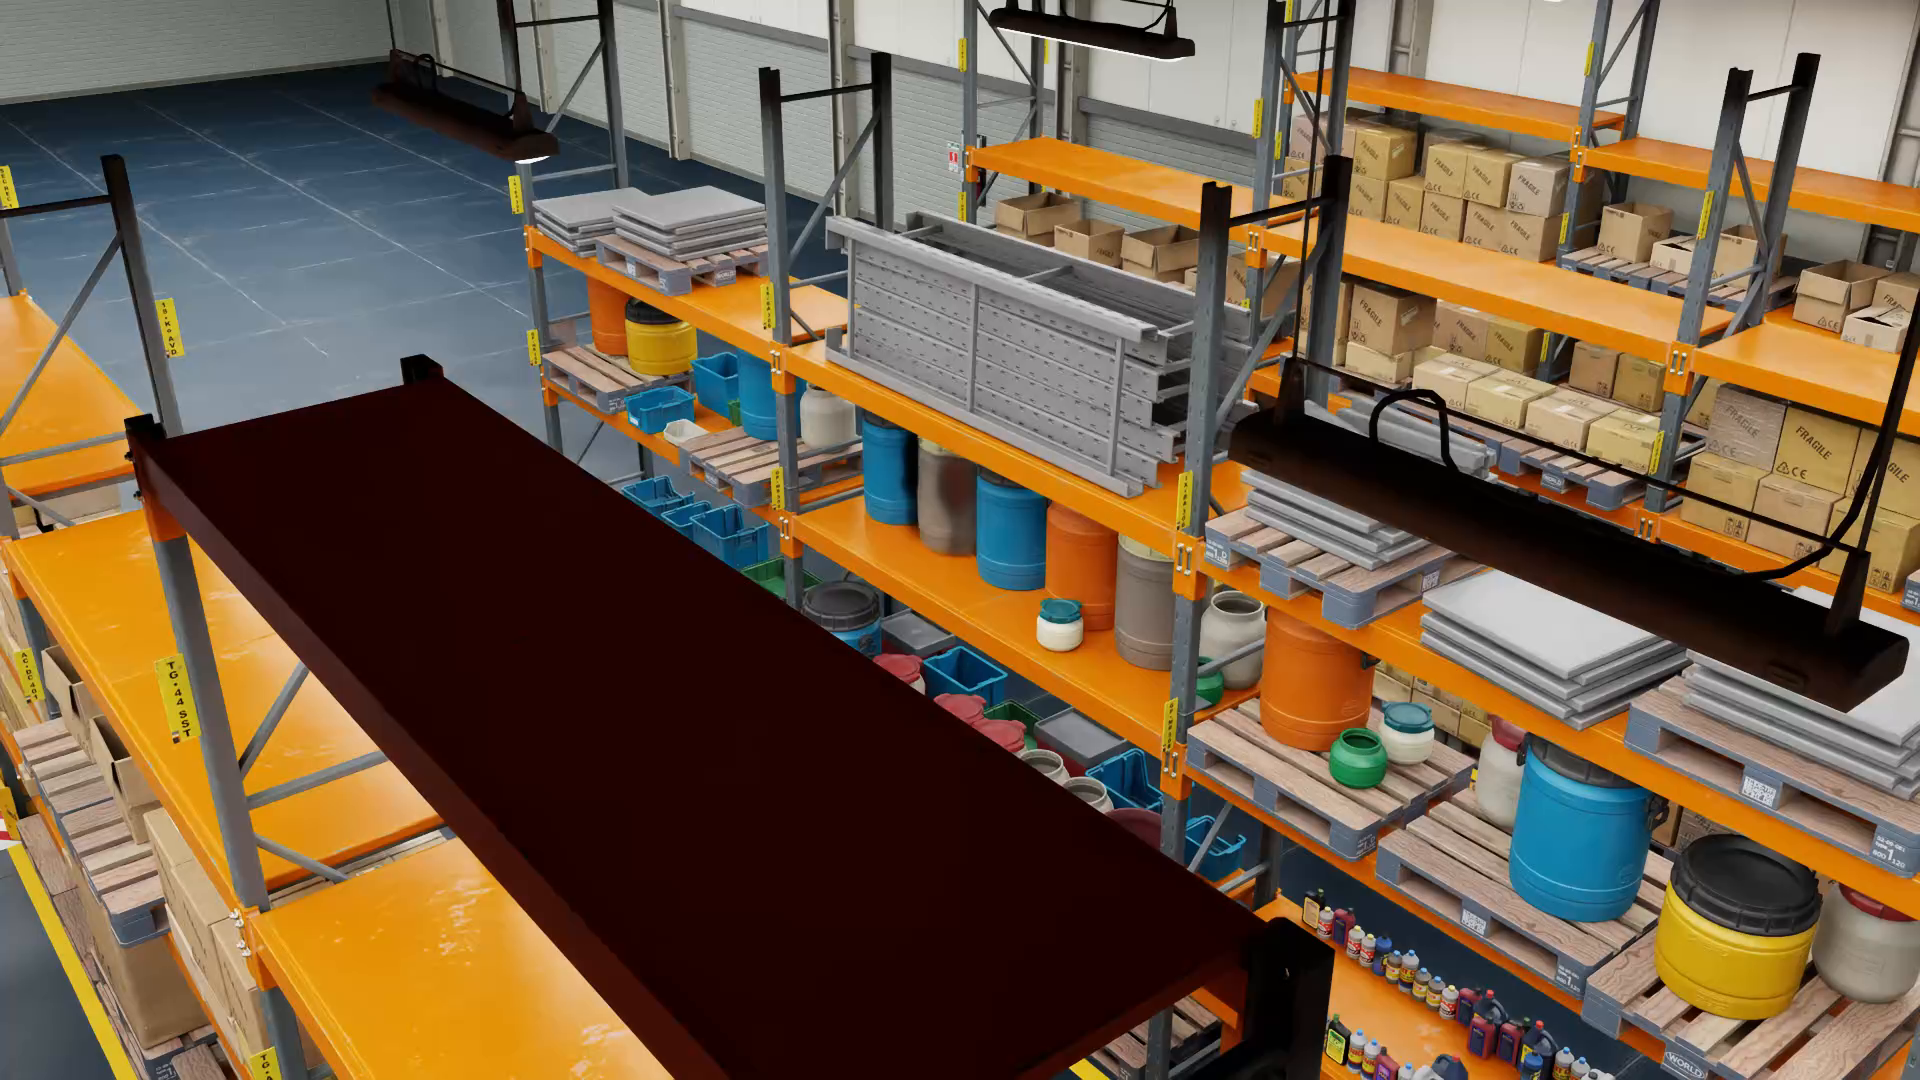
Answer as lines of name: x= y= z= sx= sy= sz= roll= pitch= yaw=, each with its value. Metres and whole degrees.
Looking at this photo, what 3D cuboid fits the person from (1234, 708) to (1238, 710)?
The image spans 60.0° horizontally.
person: x=2.375 y=1.455 z=13.433 sx=0.606 sy=1.669 sz=0.744 roll=-16 pitch=30 yaw=-29
